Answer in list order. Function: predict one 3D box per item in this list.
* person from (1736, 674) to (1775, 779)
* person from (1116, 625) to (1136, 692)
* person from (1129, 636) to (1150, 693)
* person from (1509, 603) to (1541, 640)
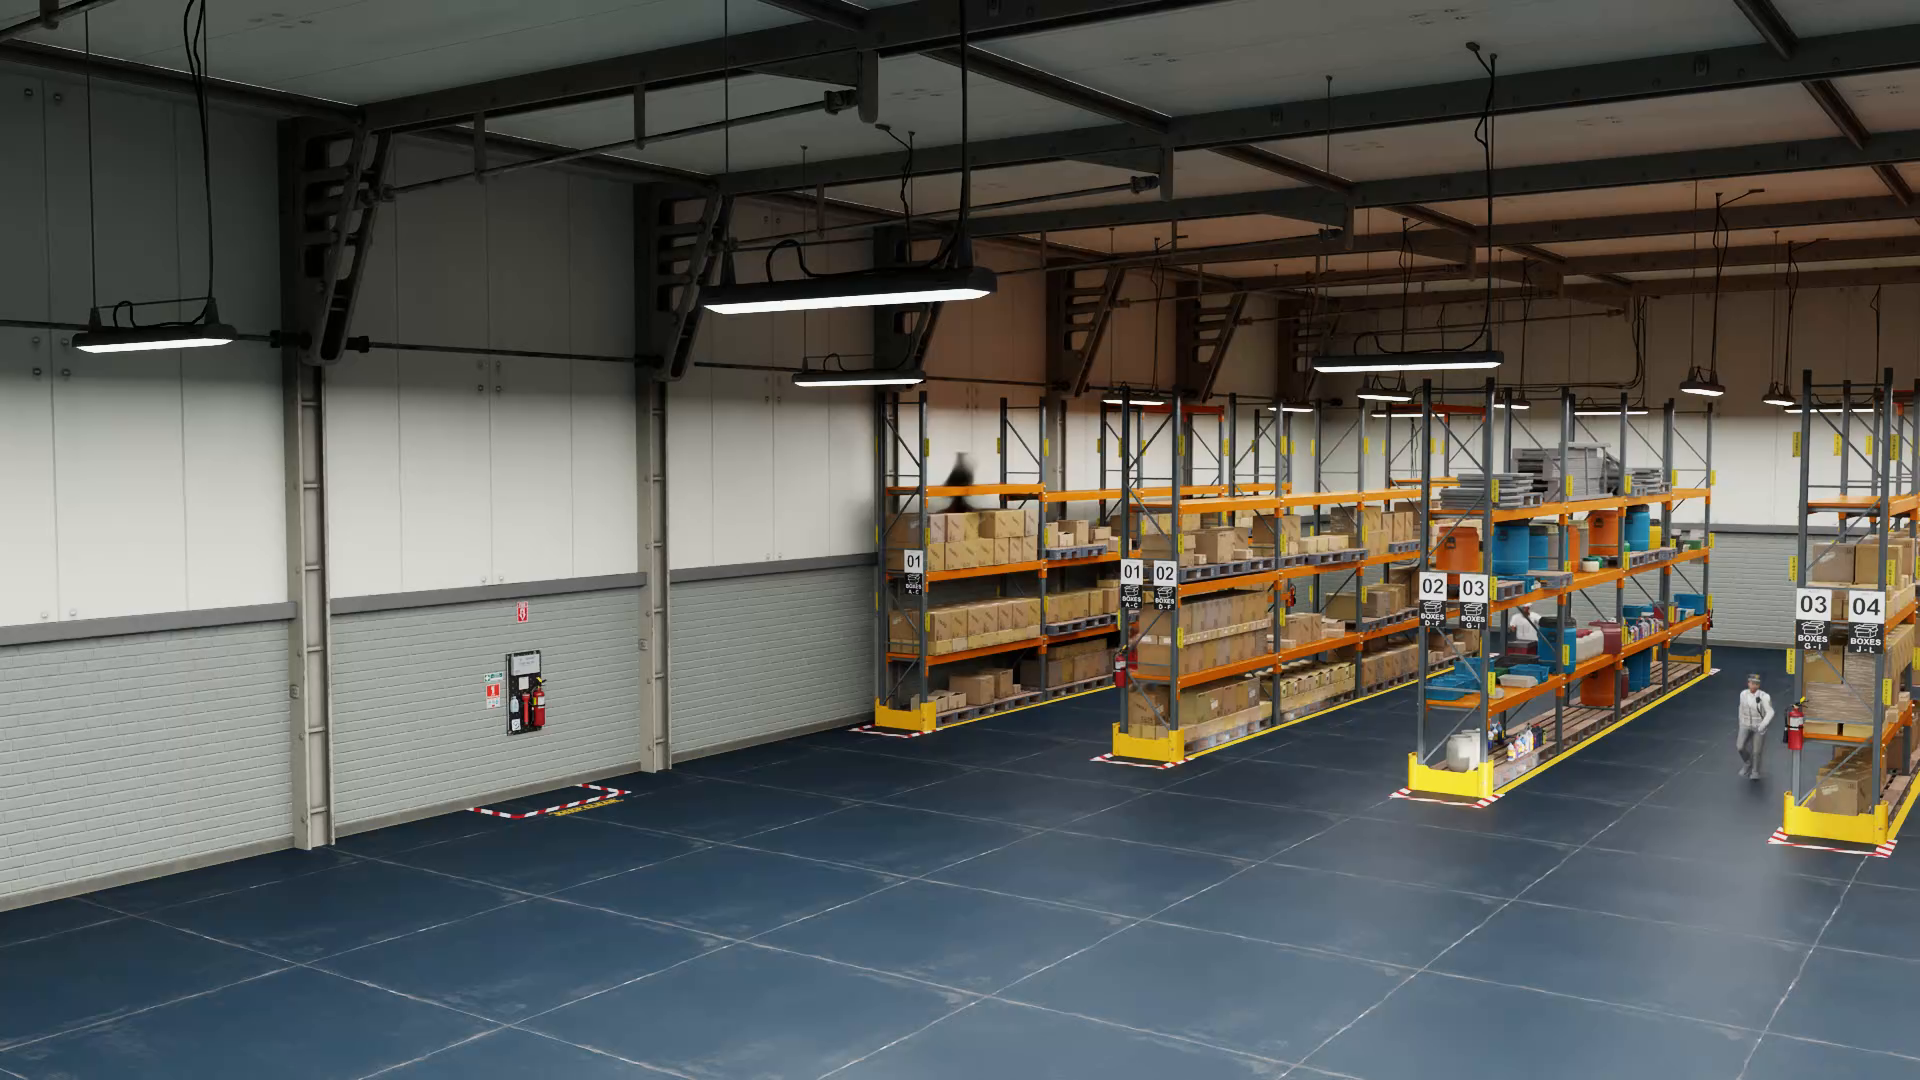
[{"bbox_3d":[11.853,2.799,24.878,0.548,1.627,0.748,3,4,42],"label":"person"},{"bbox_3d":[3.255,2.426,31.687,0.526,1.626,0.822,2,4,27],"label":"person"},{"bbox_3d":[3.194,2.521,30.121,0.675,1.588,0.957,3,4,40],"label":"person"},{"bbox_3d":[11.963,2.174,35.167,0.675,1.811,0.827,3,4,42],"label":"person"}]
